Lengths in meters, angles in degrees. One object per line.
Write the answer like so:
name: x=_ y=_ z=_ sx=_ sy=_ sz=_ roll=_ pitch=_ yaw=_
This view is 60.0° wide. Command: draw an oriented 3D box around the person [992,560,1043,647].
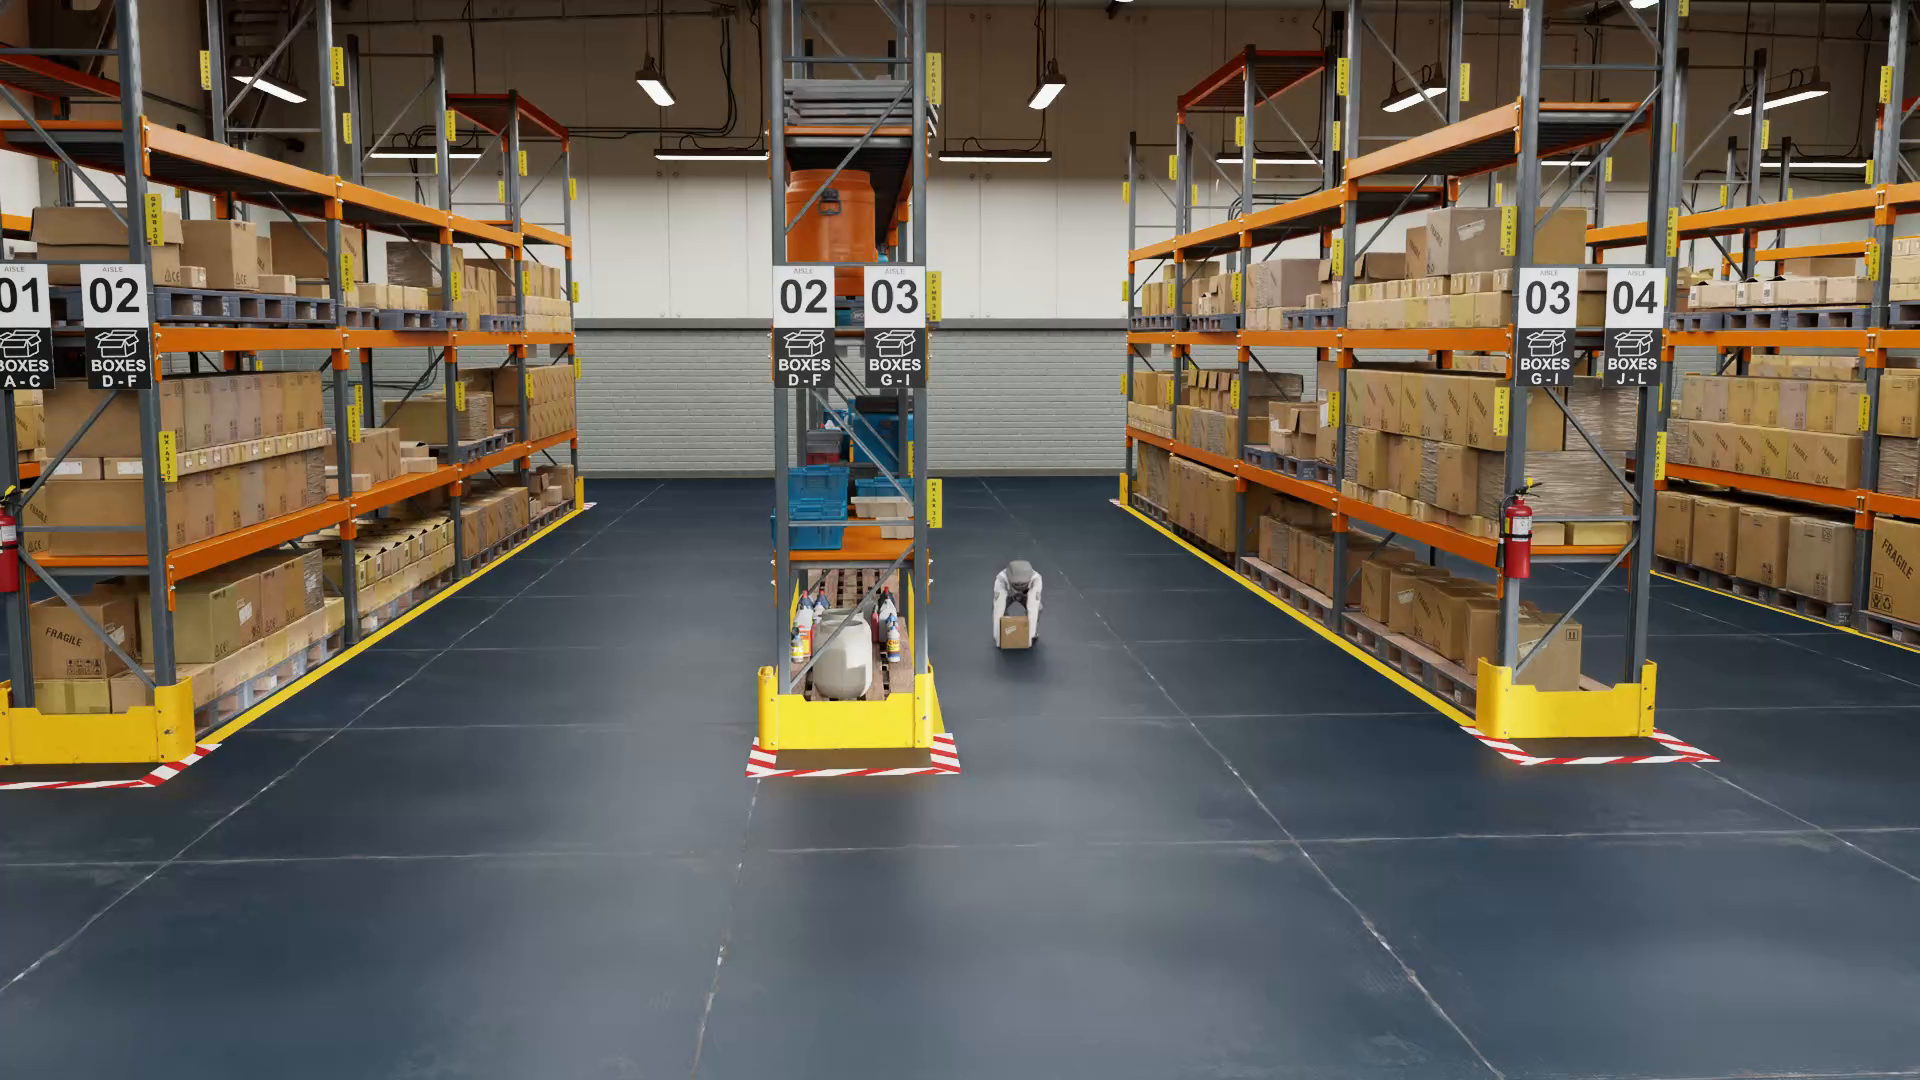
person: x=0.522 y=0.561 z=15.106 sx=0.464 sy=0.841 sz=0.892 roll=0 pitch=7 yaw=4
